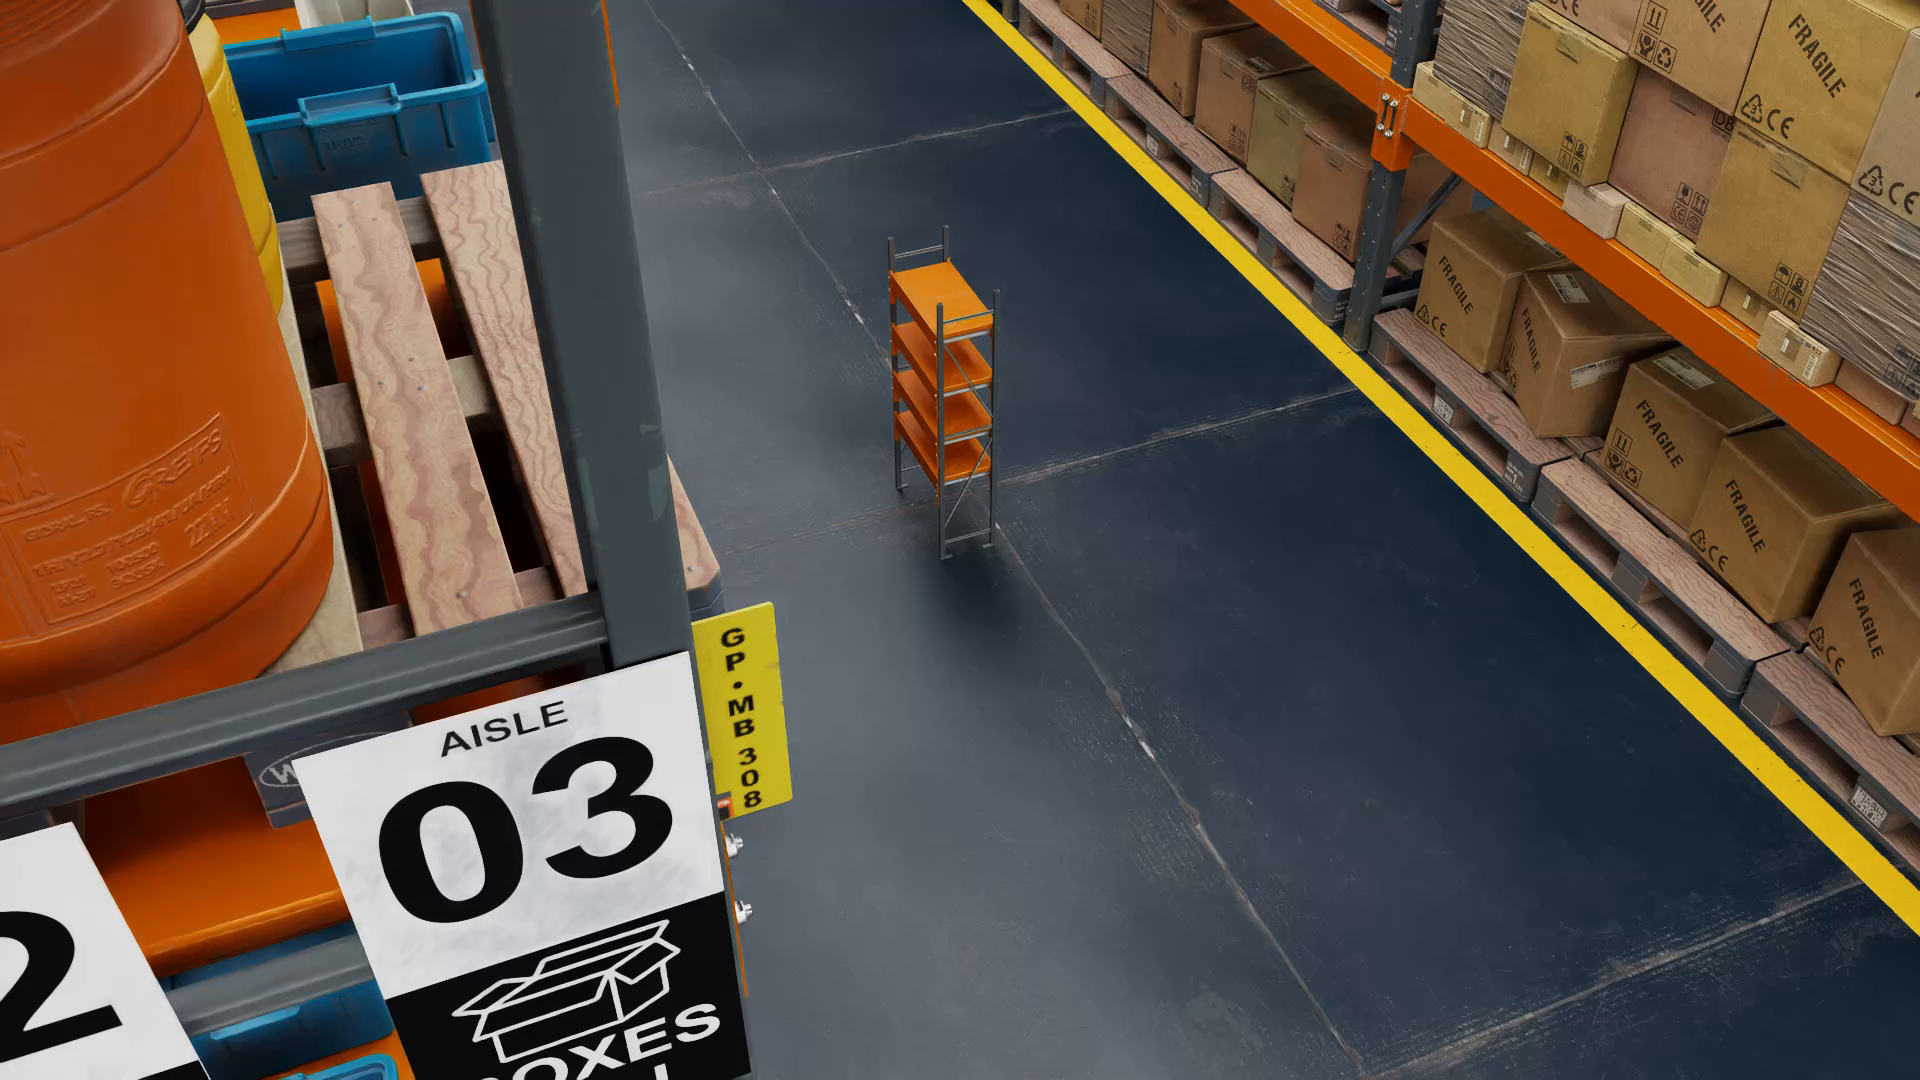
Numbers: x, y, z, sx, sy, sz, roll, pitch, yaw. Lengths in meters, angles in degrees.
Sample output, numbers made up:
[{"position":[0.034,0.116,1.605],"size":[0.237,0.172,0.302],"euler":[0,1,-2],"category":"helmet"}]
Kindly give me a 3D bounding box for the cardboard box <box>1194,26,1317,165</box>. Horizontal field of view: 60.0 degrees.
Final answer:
[{"position":[1.690,-2.389,8.808],"size":[0.700,0.500,0.500],"euler":[-19,44,-20],"category":"cardboard box"}]

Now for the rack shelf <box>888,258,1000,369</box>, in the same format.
[{"position":[-0.063,-0.853,6.219],"size":[0.258,0.148,0.480],"euler":[-15,43,-17],"category":"rack shelf"}]

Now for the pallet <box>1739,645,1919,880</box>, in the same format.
[{"position":[3.508,0.757,5.708],"size":[1.003,0.211,1.213],"euler":[-15,43,-17],"category":"pallet"}]

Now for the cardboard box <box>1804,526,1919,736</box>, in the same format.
[{"position":[3.332,0.300,5.696],"size":[0.500,0.500,0.500],"euler":[-5,41,-6],"category":"cardboard box"}]

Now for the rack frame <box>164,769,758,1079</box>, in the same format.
[{"position":[-0.761,1.479,2.730],"size":[1.000,3.000,0.127],"euler":[-15,43,-17],"category":"rack frame"}]

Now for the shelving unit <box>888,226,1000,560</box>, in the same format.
[{"position":[-0.063,-0.555,6.475],"size":[0.258,1.200,0.503],"euler":[-15,43,-17],"category":"shelving unit"}]

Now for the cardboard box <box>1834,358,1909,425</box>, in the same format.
[{"position":[3.022,-0.531,5.259],"size":[0.380,0.149,0.250],"euler":[-15,43,-17],"category":"cardboard box"}]

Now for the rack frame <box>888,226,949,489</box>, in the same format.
[{"position":[-0.157,-0.702,6.646],"size":[0.240,1.200,0.015],"euler":[-15,43,-17],"category":"rack frame"}]

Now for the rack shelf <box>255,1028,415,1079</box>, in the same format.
[{"position":[-1.526,0.547,4.365],"size":[1.077,0.370,4.000],"euler":[-15,43,-17],"category":"rack shelf"}]

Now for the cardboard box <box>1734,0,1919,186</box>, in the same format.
[{"position":[2.807,-1.461,5.077],"size":[0.500,0.500,0.500],"euler":[-15,43,-17],"category":"cardboard box"}]

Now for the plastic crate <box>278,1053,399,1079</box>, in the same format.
[{"position":[-1.228,1.308,3.042],"size":[0.499,0.251,0.616],"euler":[-15,43,-17],"category":"plastic crate"}]

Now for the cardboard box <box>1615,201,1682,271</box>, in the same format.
[{"position":[2.590,-1.120,5.944],"size":[0.380,0.149,0.250],"euler":[-15,43,-17],"category":"cardboard box"}]

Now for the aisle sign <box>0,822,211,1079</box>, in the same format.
[{"position":[-1.007,0.611,1.745],"size":[0.394,0.787,0.004],"euler":[-15,43,-17],"category":"aisle sign"}]

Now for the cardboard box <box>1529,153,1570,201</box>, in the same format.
[{"position":[2.399,-1.421,6.294],"size":[0.380,0.149,0.250],"euler":[-15,43,-17],"category":"cardboard box"}]

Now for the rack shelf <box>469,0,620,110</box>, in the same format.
[{"position":[-1.526,-1.576,2.540],"size":[1.077,0.370,4.000],"euler":[-15,43,-17],"category":"rack shelf"}]

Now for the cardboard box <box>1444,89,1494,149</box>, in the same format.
[{"position":[2.173,-1.713,6.634],"size":[0.380,0.149,0.250],"euler":[-15,43,-17],"category":"cardboard box"}]

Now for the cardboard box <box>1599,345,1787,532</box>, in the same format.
[{"position":[2.937,-0.429,6.544],"size":[0.500,0.500,0.500],"euler":[-19,44,-21],"category":"cardboard box"}]

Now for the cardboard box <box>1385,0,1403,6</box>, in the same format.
[{"position":[2.110,-3.066,7.233],"size":[1.000,1.000,1.000],"euler":[-15,43,-17],"category":"cardboard box"}]

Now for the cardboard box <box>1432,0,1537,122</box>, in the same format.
[{"position":[2.400,-2.030,6.506],"size":[0.875,0.500,0.500],"euler":[-15,43,-17],"category":"cardboard box"}]

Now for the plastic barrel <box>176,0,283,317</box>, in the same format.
[{"position":[-1.314,-0.544,2.315],"size":[0.600,0.588,0.600],"euler":[0,41,0],"category":"plastic barrel"}]

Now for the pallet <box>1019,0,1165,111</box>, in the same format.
[{"position":[1.052,-3.047,10.132],"size":[1.003,0.211,1.213],"euler":[-15,43,-17],"category":"pallet"}]

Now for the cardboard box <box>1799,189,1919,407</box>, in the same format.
[{"position":[3.177,-0.829,5.108],"size":[0.875,0.500,0.500],"euler":[-15,43,-17],"category":"cardboard box"}]

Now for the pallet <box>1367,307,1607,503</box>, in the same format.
[{"position":[2.575,-0.713,7.418],"size":[1.003,0.211,1.213],"euler":[-15,43,-17],"category":"pallet"}]

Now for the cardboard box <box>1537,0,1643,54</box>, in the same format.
[{"position":[2.415,-2.061,5.774],"size":[0.500,0.500,0.500],"euler":[-15,43,-17],"category":"cardboard box"}]

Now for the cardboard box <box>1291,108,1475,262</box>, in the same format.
[{"position":[2.070,-1.761,8.076],"size":[0.700,0.500,0.500],"euler":[-18,44,-20],"category":"cardboard box"}]

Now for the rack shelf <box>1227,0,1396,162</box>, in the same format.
[{"position":[1.520,-3.098,8.604],"size":[1.077,0.370,4.000],"euler":[-15,43,-17],"category":"rack shelf"}]

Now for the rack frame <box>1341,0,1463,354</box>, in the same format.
[{"position":[2.285,-2.166,6.969],"size":[1.000,3.000,0.127],"euler":[-15,43,-17],"category":"rack frame"}]

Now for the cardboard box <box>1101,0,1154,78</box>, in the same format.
[{"position":[1.253,-3.065,9.594],"size":[0.700,0.500,0.500],"euler":[-19,44,-20],"category":"cardboard box"}]

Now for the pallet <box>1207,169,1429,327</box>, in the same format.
[{"position":[1.986,-1.578,8.423],"size":[1.003,0.211,1.213],"euler":[-15,43,-17],"category":"pallet"}]

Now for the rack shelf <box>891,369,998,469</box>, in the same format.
[{"position":[-0.063,-0.504,6.519],"size":[0.258,0.148,0.480],"euler":[-15,43,-17],"category":"rack shelf"}]

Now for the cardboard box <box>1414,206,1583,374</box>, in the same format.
[{"position":[2.401,-1.127,7.355],"size":[0.500,0.500,0.500],"euler":[-16,43,-18],"category":"cardboard box"}]

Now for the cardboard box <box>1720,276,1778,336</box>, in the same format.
[{"position":[2.813,-0.827,5.604],"size":[0.380,0.149,0.250],"euler":[-15,43,-17],"category":"cardboard box"}]

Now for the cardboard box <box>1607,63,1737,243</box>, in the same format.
[{"position":[2.843,-1.444,5.824],"size":[0.875,0.500,0.500],"euler":[-15,43,-17],"category":"cardboard box"}]

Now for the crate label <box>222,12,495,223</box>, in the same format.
[{"position":[-1.171,-0.812,3.207],"size":[0.502,0.251,0.408],"euler":[-15,43,-17],"category":"crate label"}]
